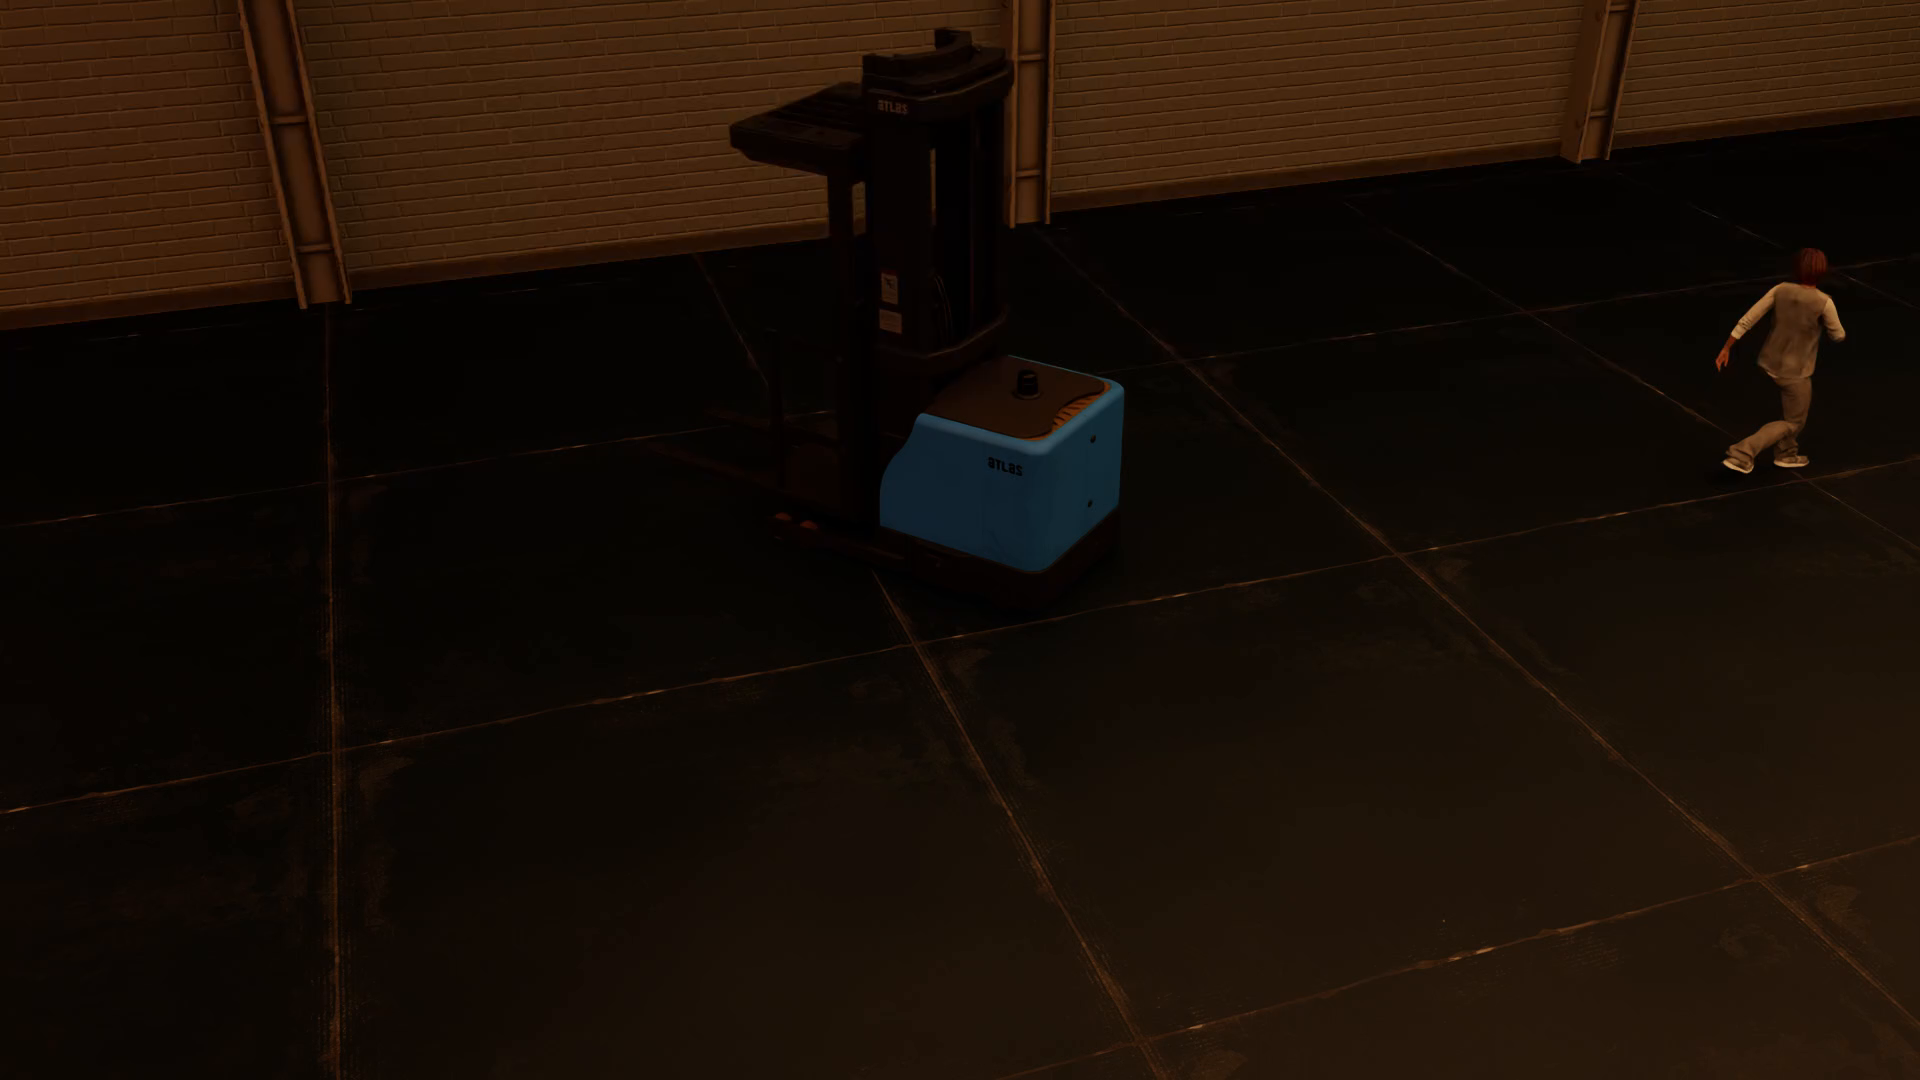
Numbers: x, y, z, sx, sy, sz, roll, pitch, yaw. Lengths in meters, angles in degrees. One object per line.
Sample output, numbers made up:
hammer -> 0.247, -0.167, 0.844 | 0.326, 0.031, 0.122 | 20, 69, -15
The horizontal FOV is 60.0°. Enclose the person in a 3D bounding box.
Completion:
person -> 5.197, -1.108, 10.460 | 0.765, 1.516, 0.451 | -10, 31, -17

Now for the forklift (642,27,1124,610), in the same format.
forklift -> -0.574, -1.420, 9.555 | 3.031, 2.935, 1.130 | 17, 34, 27
